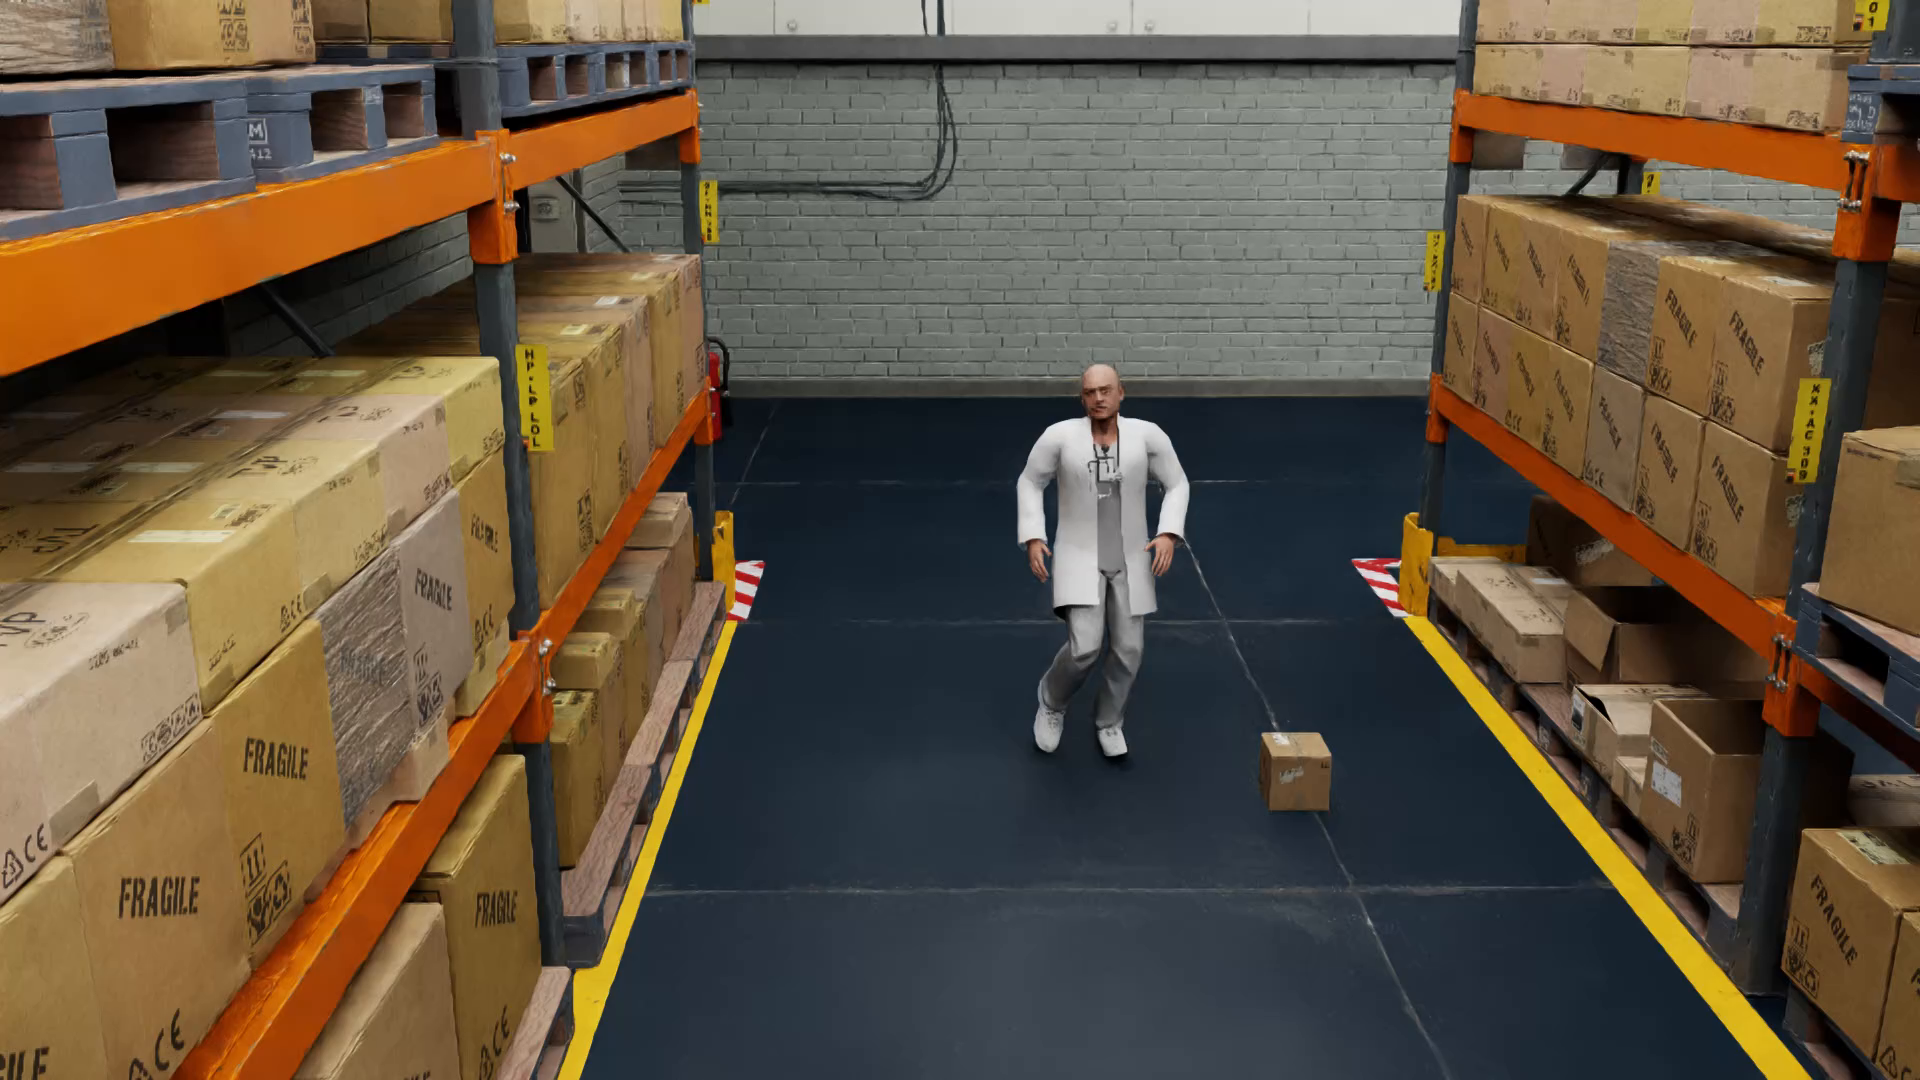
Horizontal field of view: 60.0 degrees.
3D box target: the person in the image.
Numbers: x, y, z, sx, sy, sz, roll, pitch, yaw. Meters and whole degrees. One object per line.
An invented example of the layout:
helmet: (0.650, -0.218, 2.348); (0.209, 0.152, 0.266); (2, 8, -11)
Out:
person: (0.642, 0.102, 7.290); (0.764, 1.743, 0.535); (-3, 17, -11)
